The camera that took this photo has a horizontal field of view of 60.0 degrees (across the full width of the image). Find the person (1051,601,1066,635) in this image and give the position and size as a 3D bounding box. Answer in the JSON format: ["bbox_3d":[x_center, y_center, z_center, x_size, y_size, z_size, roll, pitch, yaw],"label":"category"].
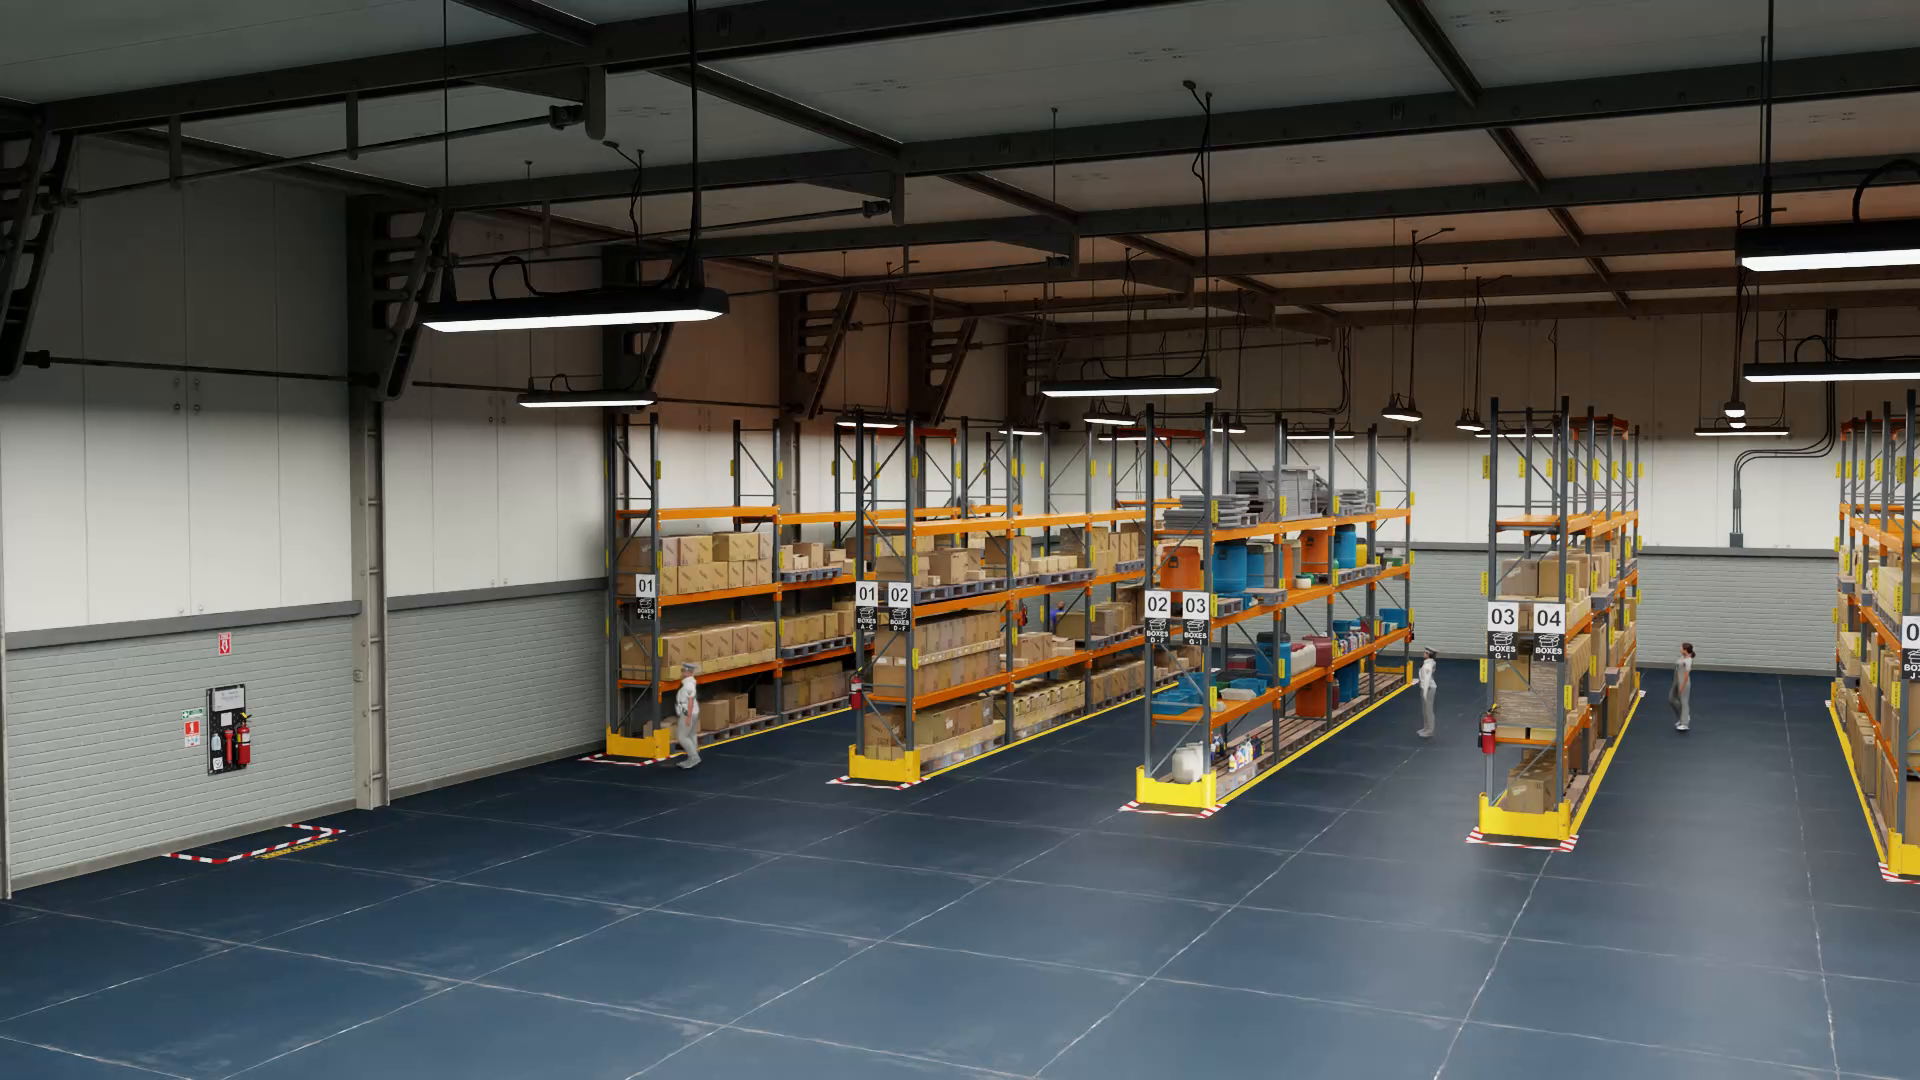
[{"bbox_3d":[2.581,2.372,43.268,0.505,1.586,0.997,0,2,-7],"label":"person"}]

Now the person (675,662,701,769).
[{"bbox_3d":[-4.589,2.942,27.980,0.425,1.783,0.585,-1,2,-16],"label":"person"}]

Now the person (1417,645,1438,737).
[{"bbox_3d":[8.802,2.832,31.330,0.390,1.698,0.511,0,2,7],"label":"person"}]

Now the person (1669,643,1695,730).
[{"bbox_3d":[13.976,2.812,32.157,0.428,1.670,0.544,0,2,-3],"label":"person"}]
